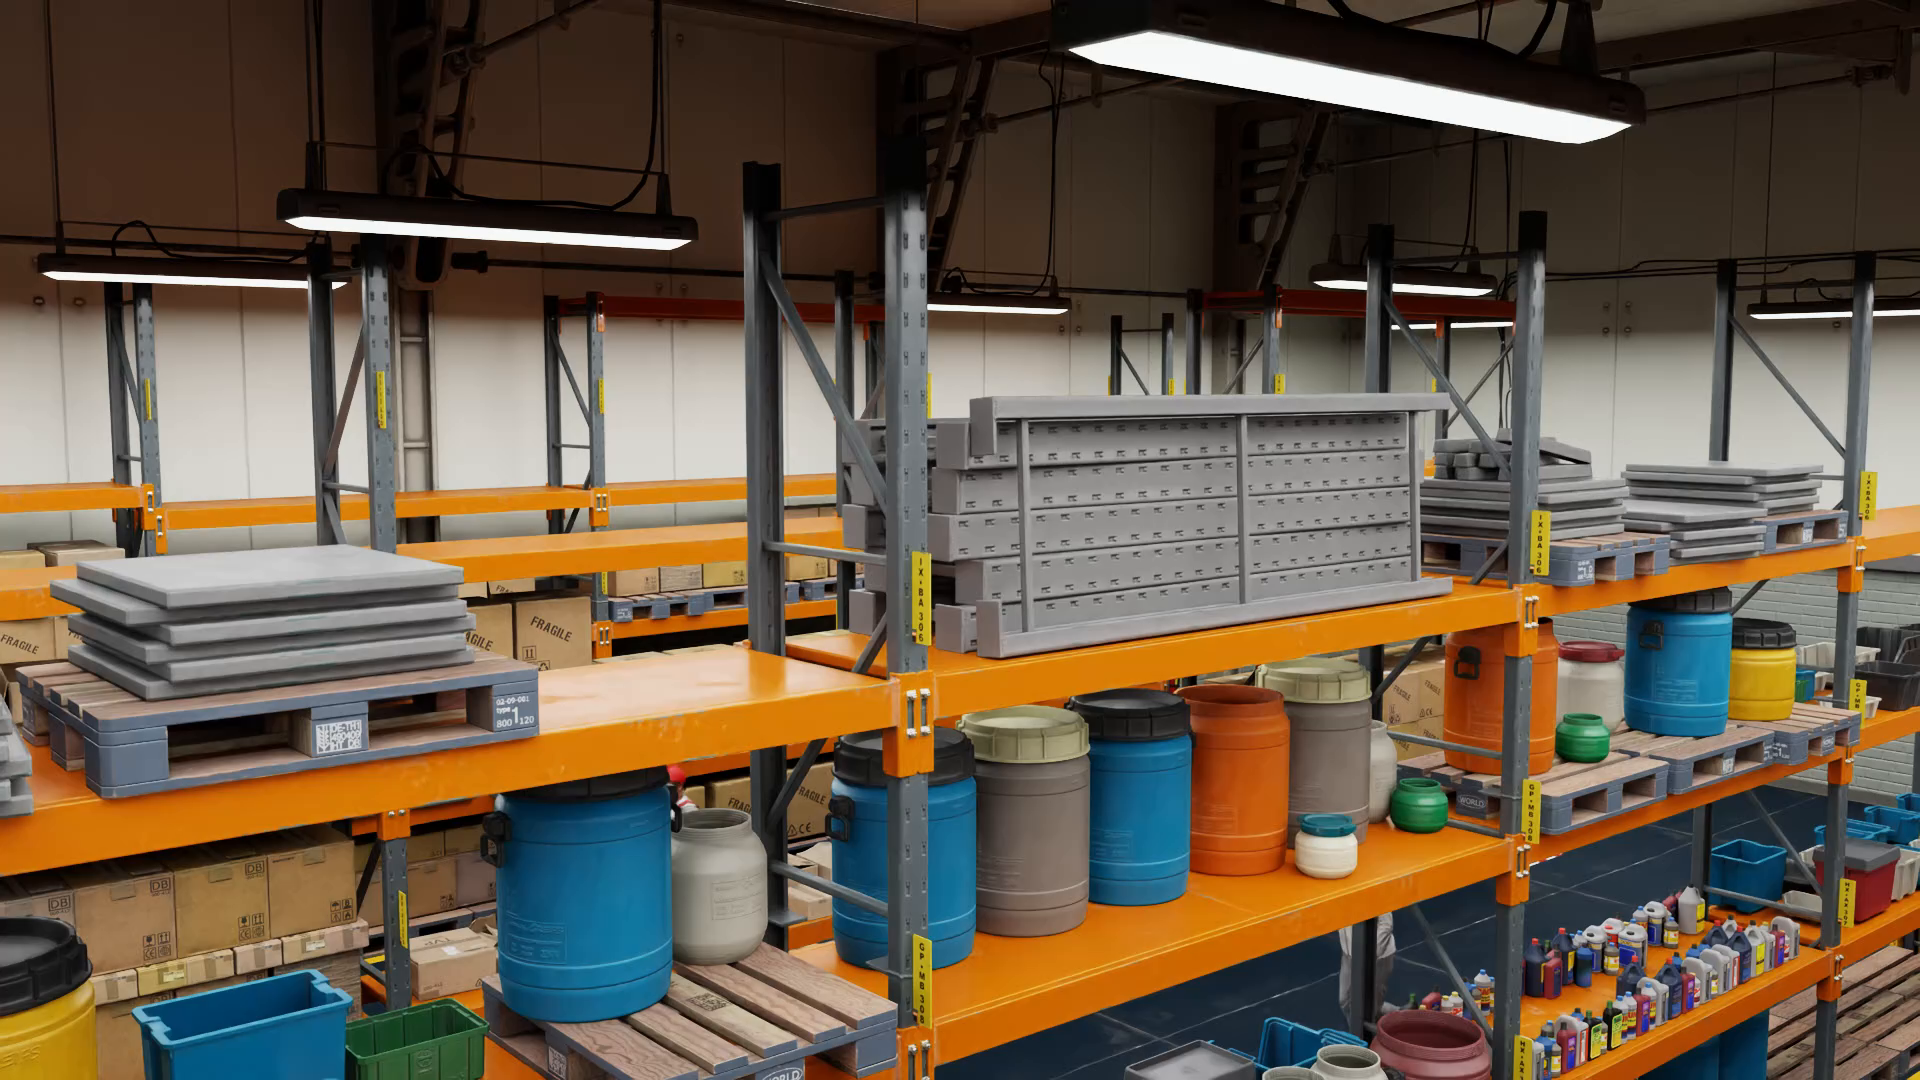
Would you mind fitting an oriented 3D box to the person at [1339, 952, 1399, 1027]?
[{"bbox_3d":[3.152,3.095,12.569,0.700,1.747,0.423,-2,6,-21],"label":"person"}]

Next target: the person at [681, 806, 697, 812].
[{"bbox_3d":[-2.502,2.994,14.734,0.702,1.389,0.623,-3,6,-29],"label":"person"}]
